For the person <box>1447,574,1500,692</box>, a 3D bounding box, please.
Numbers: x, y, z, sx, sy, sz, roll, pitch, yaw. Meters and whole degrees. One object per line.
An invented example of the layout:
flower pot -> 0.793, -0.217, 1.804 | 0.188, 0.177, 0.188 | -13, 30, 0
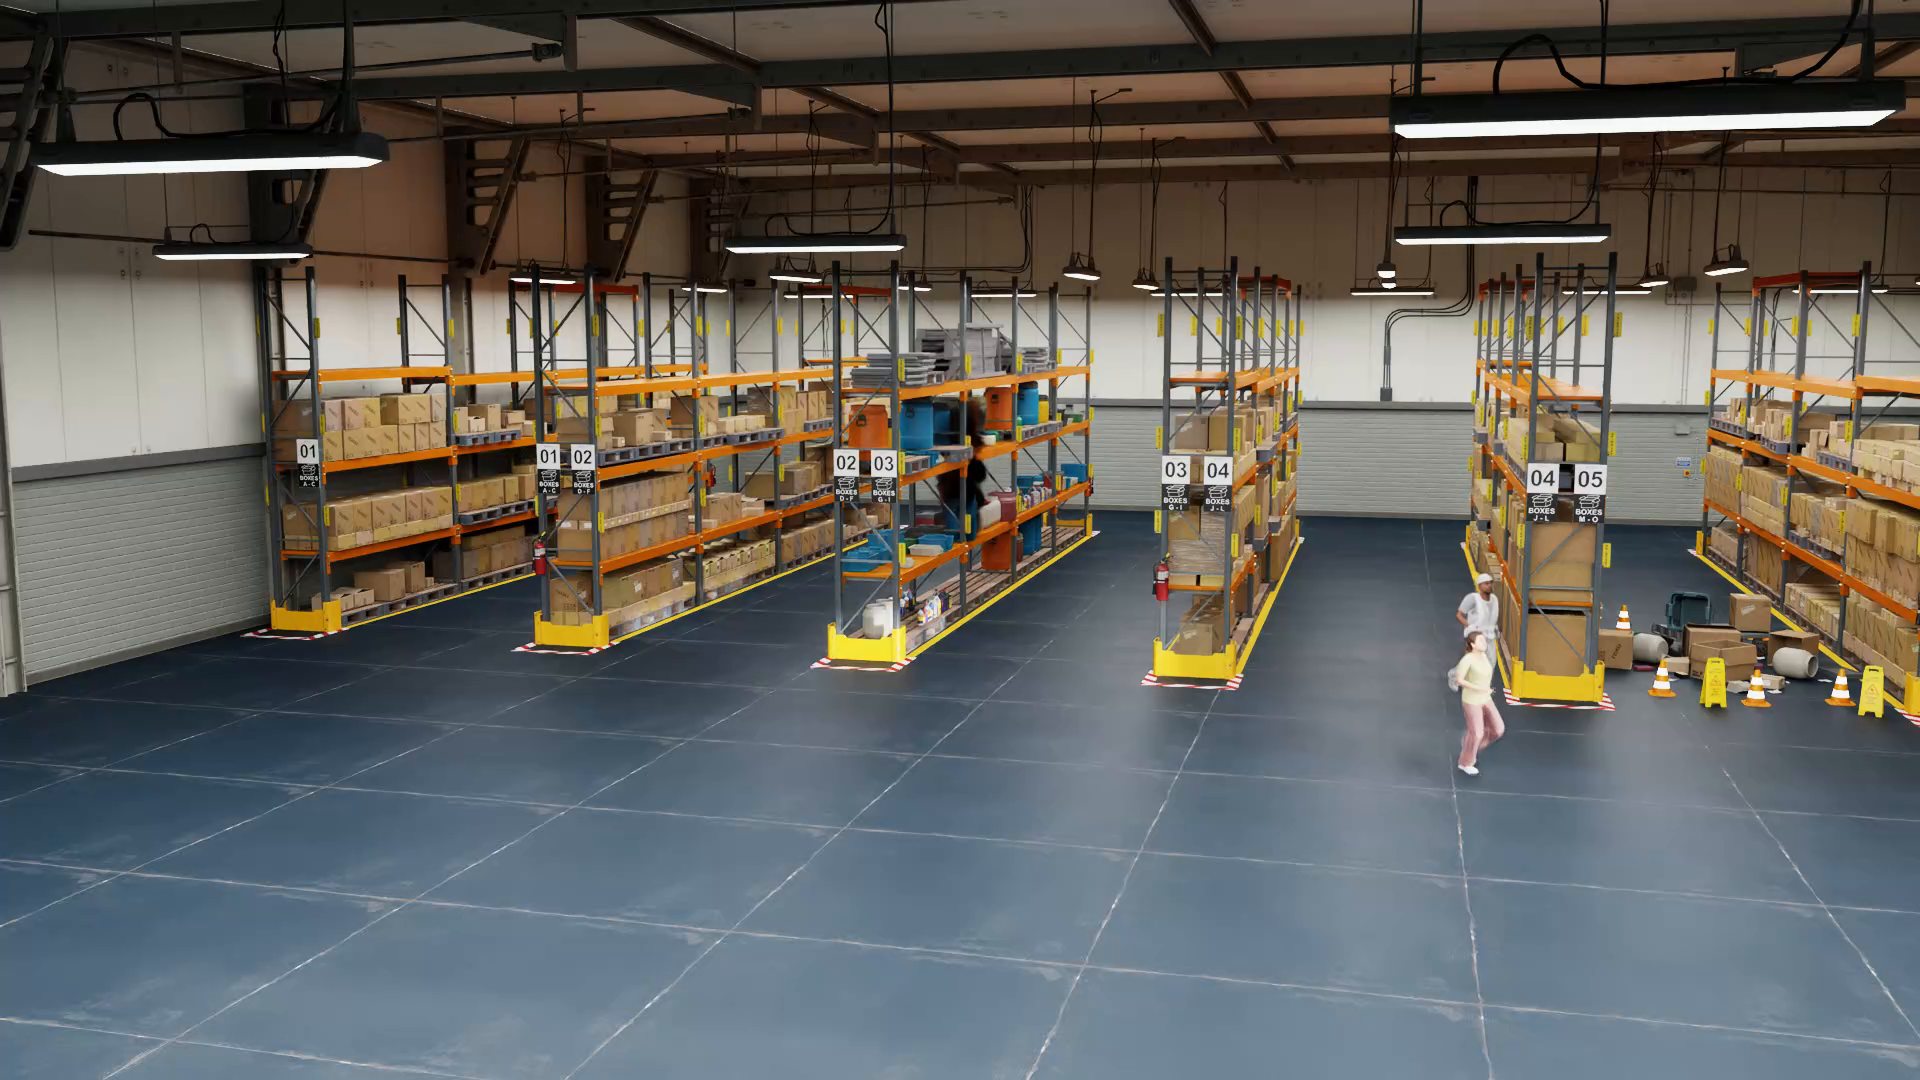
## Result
person -> 6.982, 1.313, 22.414 | 0.700, 1.747, 0.706 | -3, 8, -22

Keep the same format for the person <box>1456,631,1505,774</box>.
person -> 5.826, 1.828, 18.678 | 0.626, 1.639, 0.524 | -5, 9, -35
